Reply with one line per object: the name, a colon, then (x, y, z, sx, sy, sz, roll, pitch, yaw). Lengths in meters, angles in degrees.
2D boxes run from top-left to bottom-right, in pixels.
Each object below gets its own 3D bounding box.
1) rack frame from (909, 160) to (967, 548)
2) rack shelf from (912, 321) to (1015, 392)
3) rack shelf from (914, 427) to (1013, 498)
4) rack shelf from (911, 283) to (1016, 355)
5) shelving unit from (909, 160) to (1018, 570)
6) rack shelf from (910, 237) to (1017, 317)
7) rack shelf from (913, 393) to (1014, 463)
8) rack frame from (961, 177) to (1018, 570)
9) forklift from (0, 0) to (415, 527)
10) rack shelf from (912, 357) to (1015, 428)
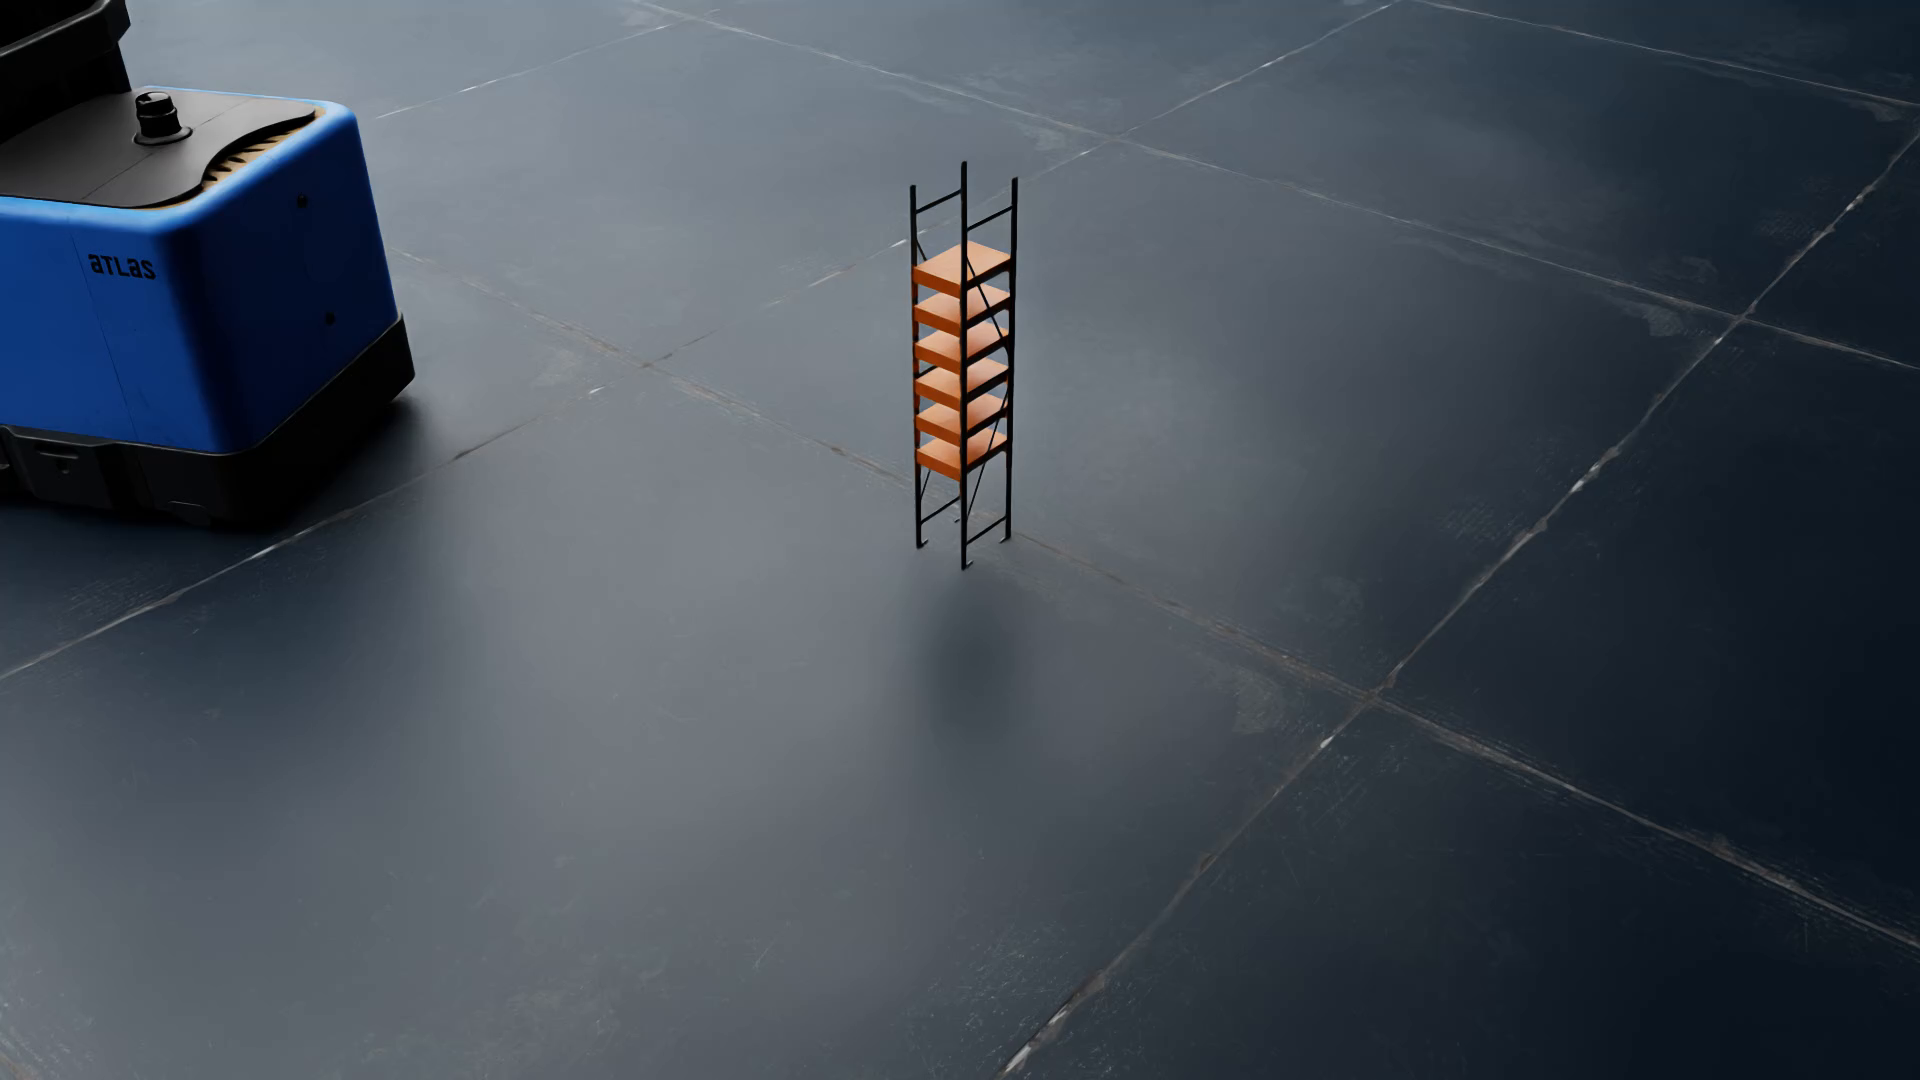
rack frame: (-0.059, -0.523, 4.951, 0.006, 1.200, 0.240, 25, 42, 32)
rack shelf: (0.011, -0.552, 4.860, 0.180, 0.103, 0.258, 25, 42, 32)
rack shelf: (0.011, -0.255, 5.064, 0.180, 0.103, 0.258, 25, 42, 32)
rack shelf: (0.011, -0.651, 4.792, 0.180, 0.103, 0.258, 25, 42, 32)
shelving unit: (0.011, -0.489, 4.903, 0.189, 1.200, 0.258, 25, 42, 32)
rack shelf: (0.011, -0.749, 4.724, 0.180, 0.103, 0.258, 25, 42, 32)
rack shelf: (0.011, -0.354, 4.996, 0.180, 0.103, 0.258, 25, 42, 32)
rack frame: (0.081, -0.456, 4.854, 0.006, 1.200, 0.240, 25, 42, 32)
forklift: (-3.532, -1.684, 5.113, 3.031, 2.935, 1.130, 8, 35, 11)
rack shelf: (0.011, -0.453, 4.928, 0.180, 0.103, 0.258, 25, 42, 32)
